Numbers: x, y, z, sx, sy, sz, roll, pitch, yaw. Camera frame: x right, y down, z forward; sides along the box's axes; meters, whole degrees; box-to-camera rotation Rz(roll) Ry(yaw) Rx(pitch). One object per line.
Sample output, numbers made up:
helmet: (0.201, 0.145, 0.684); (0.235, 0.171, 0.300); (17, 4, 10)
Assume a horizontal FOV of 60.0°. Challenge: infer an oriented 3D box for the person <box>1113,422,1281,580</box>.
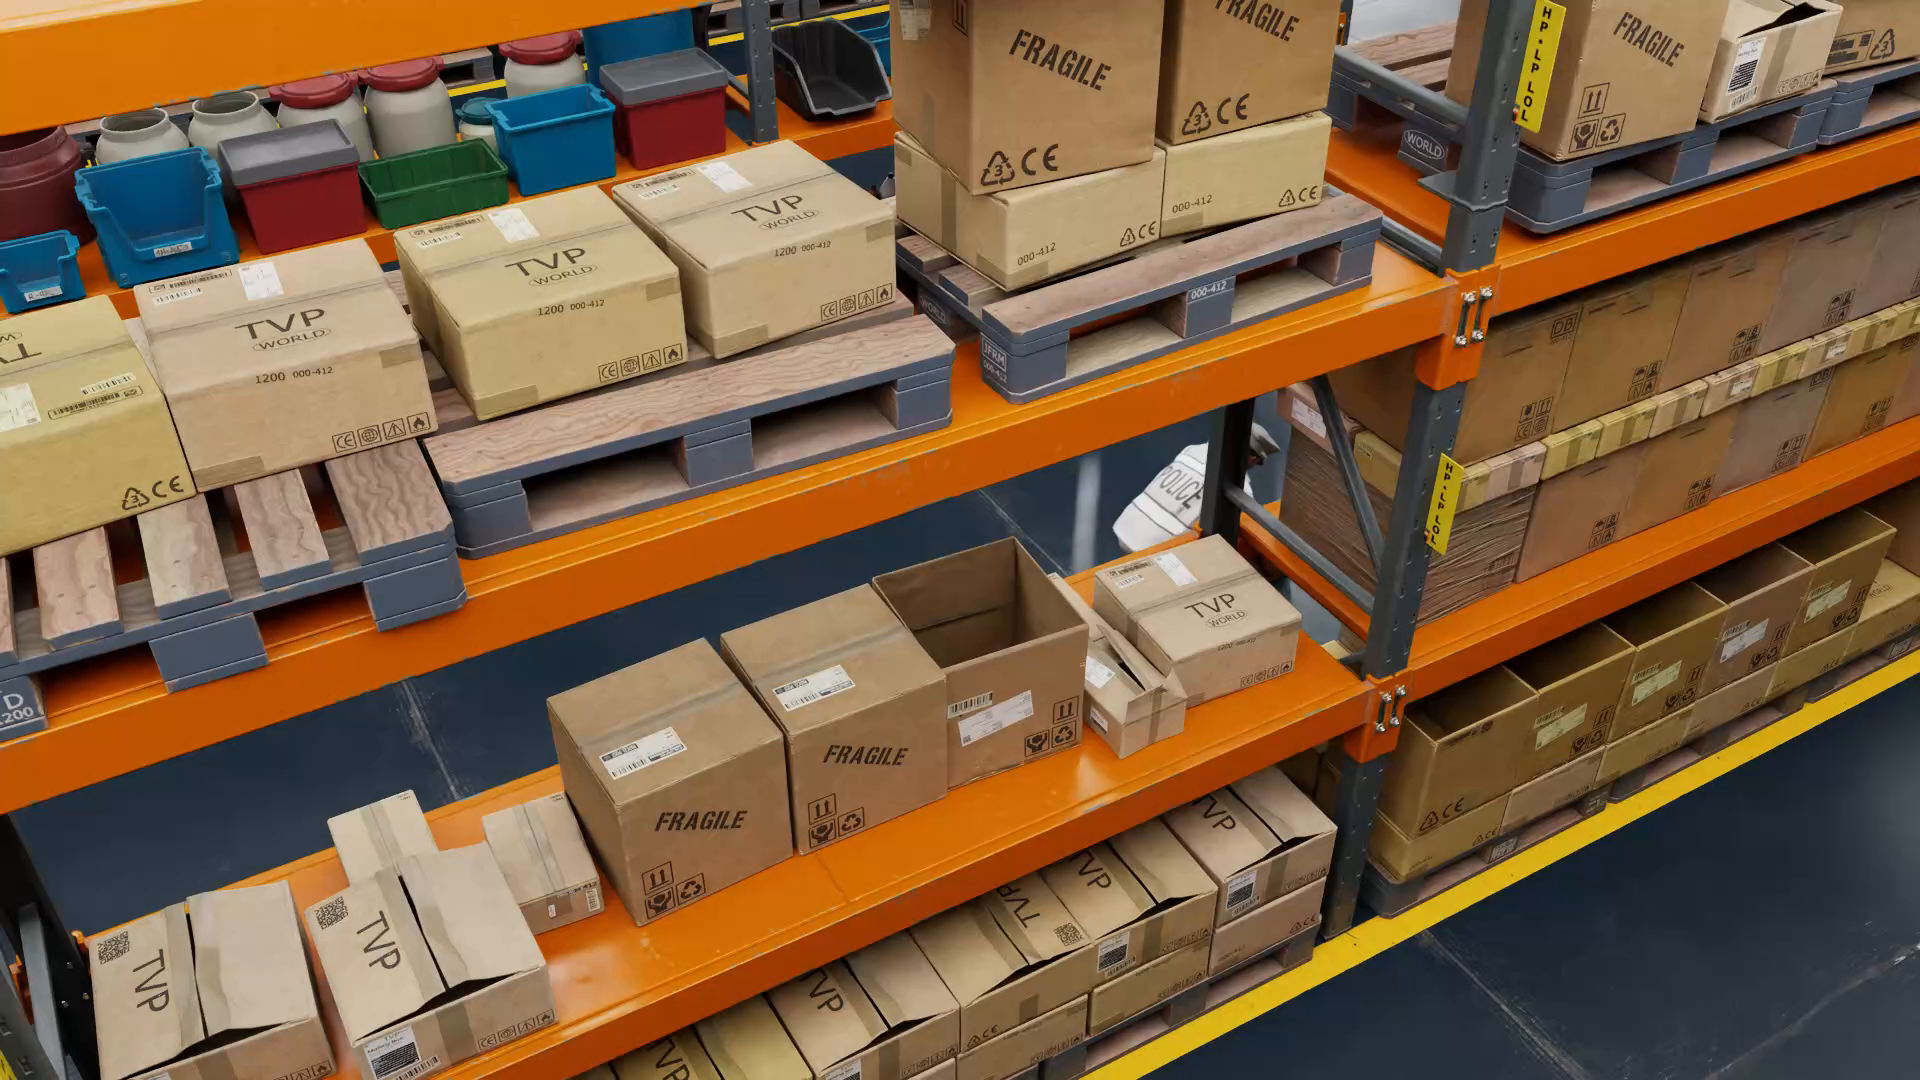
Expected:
person: (1.118, -0.104, 7.767); (0.871, 0.843, 0.473); (-19, 41, -24)
